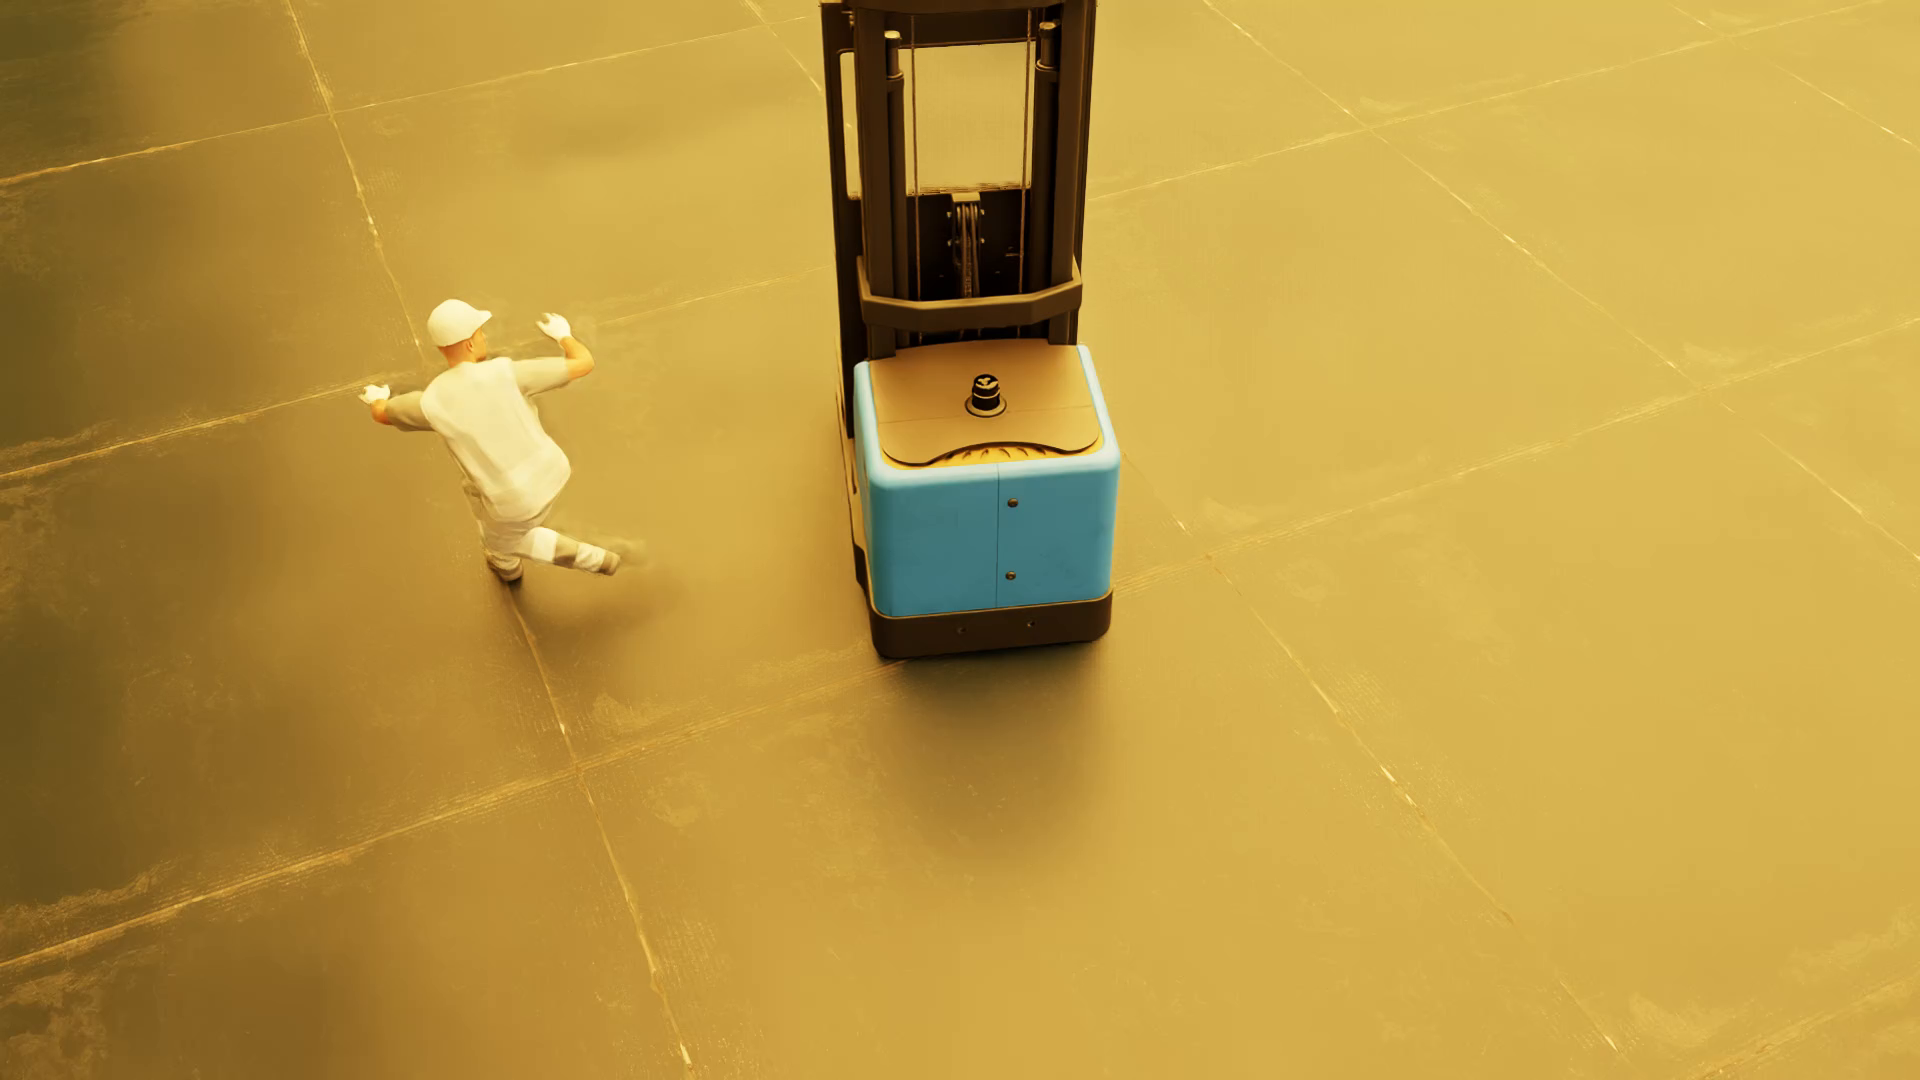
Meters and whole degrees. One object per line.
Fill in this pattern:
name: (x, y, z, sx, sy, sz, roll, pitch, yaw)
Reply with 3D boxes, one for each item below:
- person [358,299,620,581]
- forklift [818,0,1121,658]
person: (-2.012, -0.457, 7.233, 1.130, 1.507, 0.845, 26, 49, 25)
forklift: (-0.037, -1.572, 7.364, 1.130, 2.935, 3.031, -5, 43, -5)
